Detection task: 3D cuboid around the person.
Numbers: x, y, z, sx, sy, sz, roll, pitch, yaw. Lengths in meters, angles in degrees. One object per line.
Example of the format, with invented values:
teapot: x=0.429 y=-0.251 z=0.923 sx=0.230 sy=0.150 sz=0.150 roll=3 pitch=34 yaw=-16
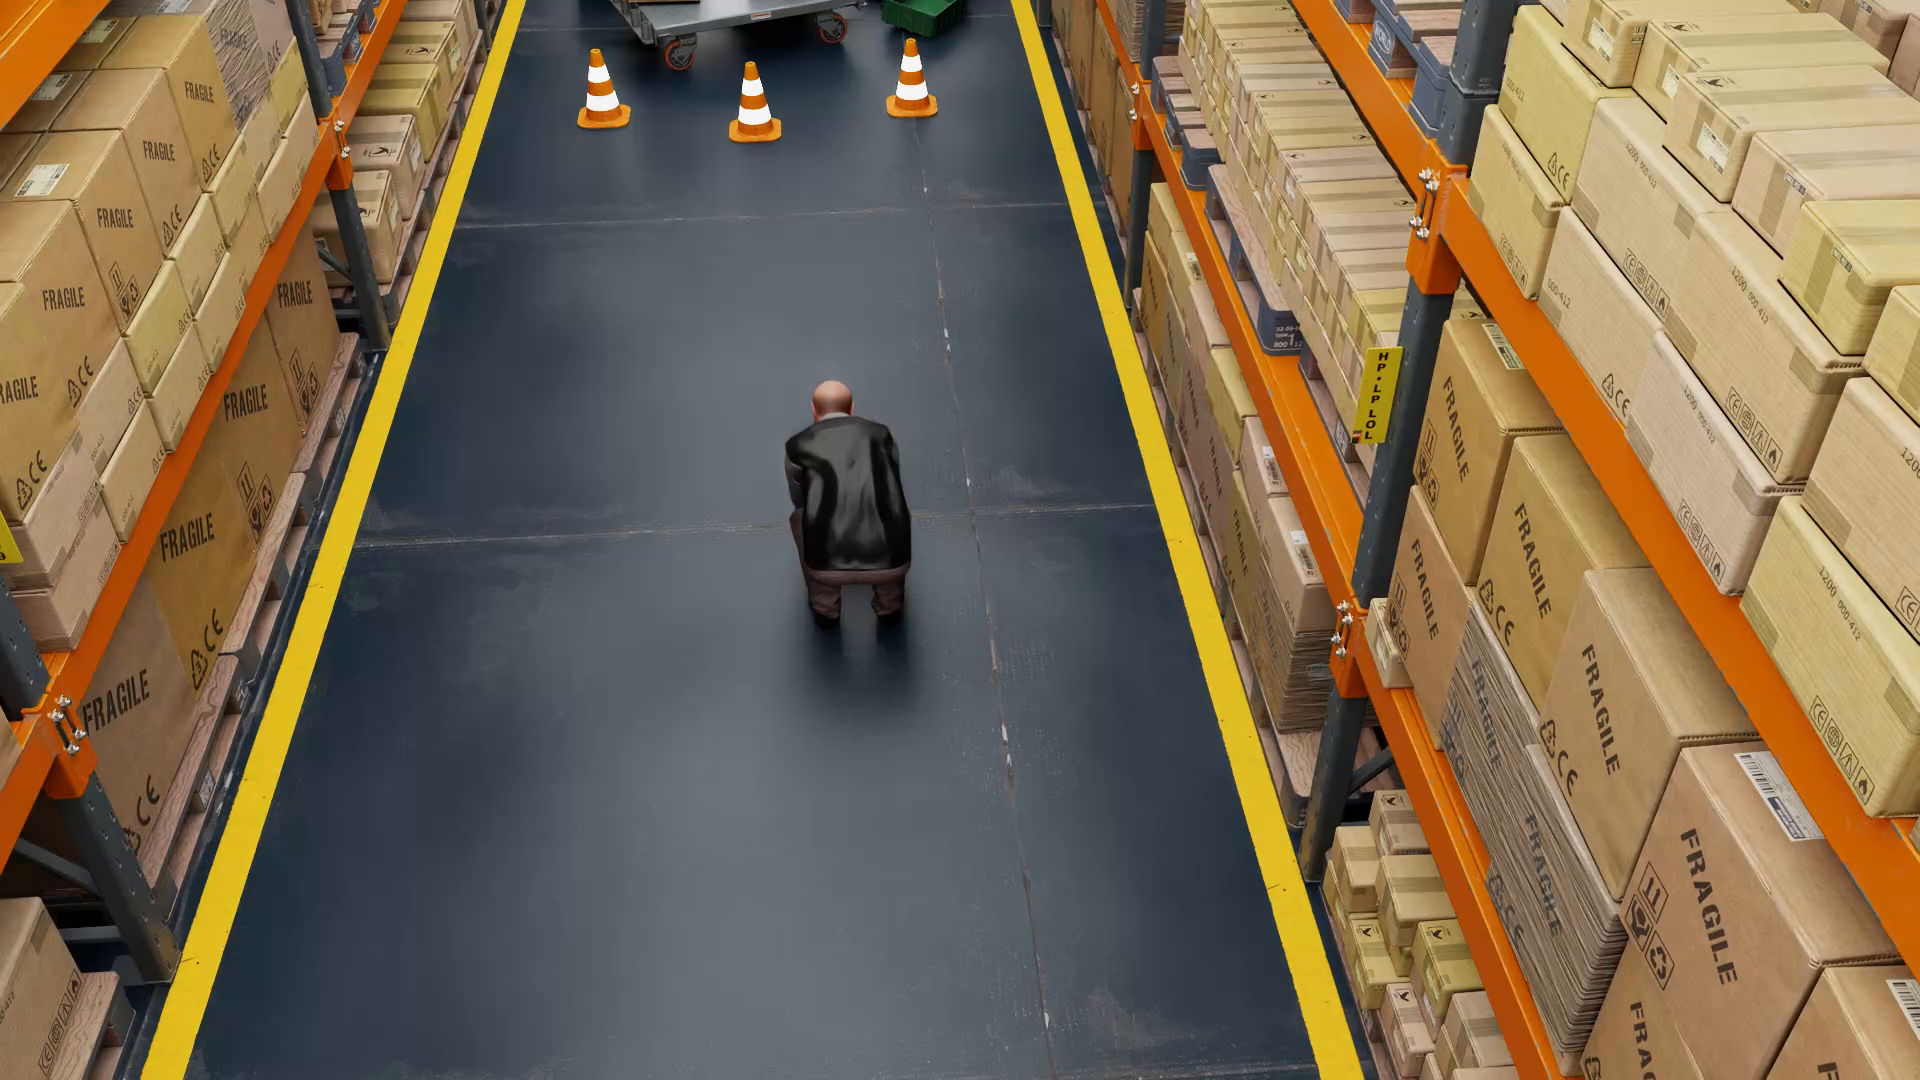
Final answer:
person: x=-0.464 y=-0.120 z=7.033 sx=0.530 sy=0.840 sz=0.875 roll=-3 pitch=39 yaw=-4
